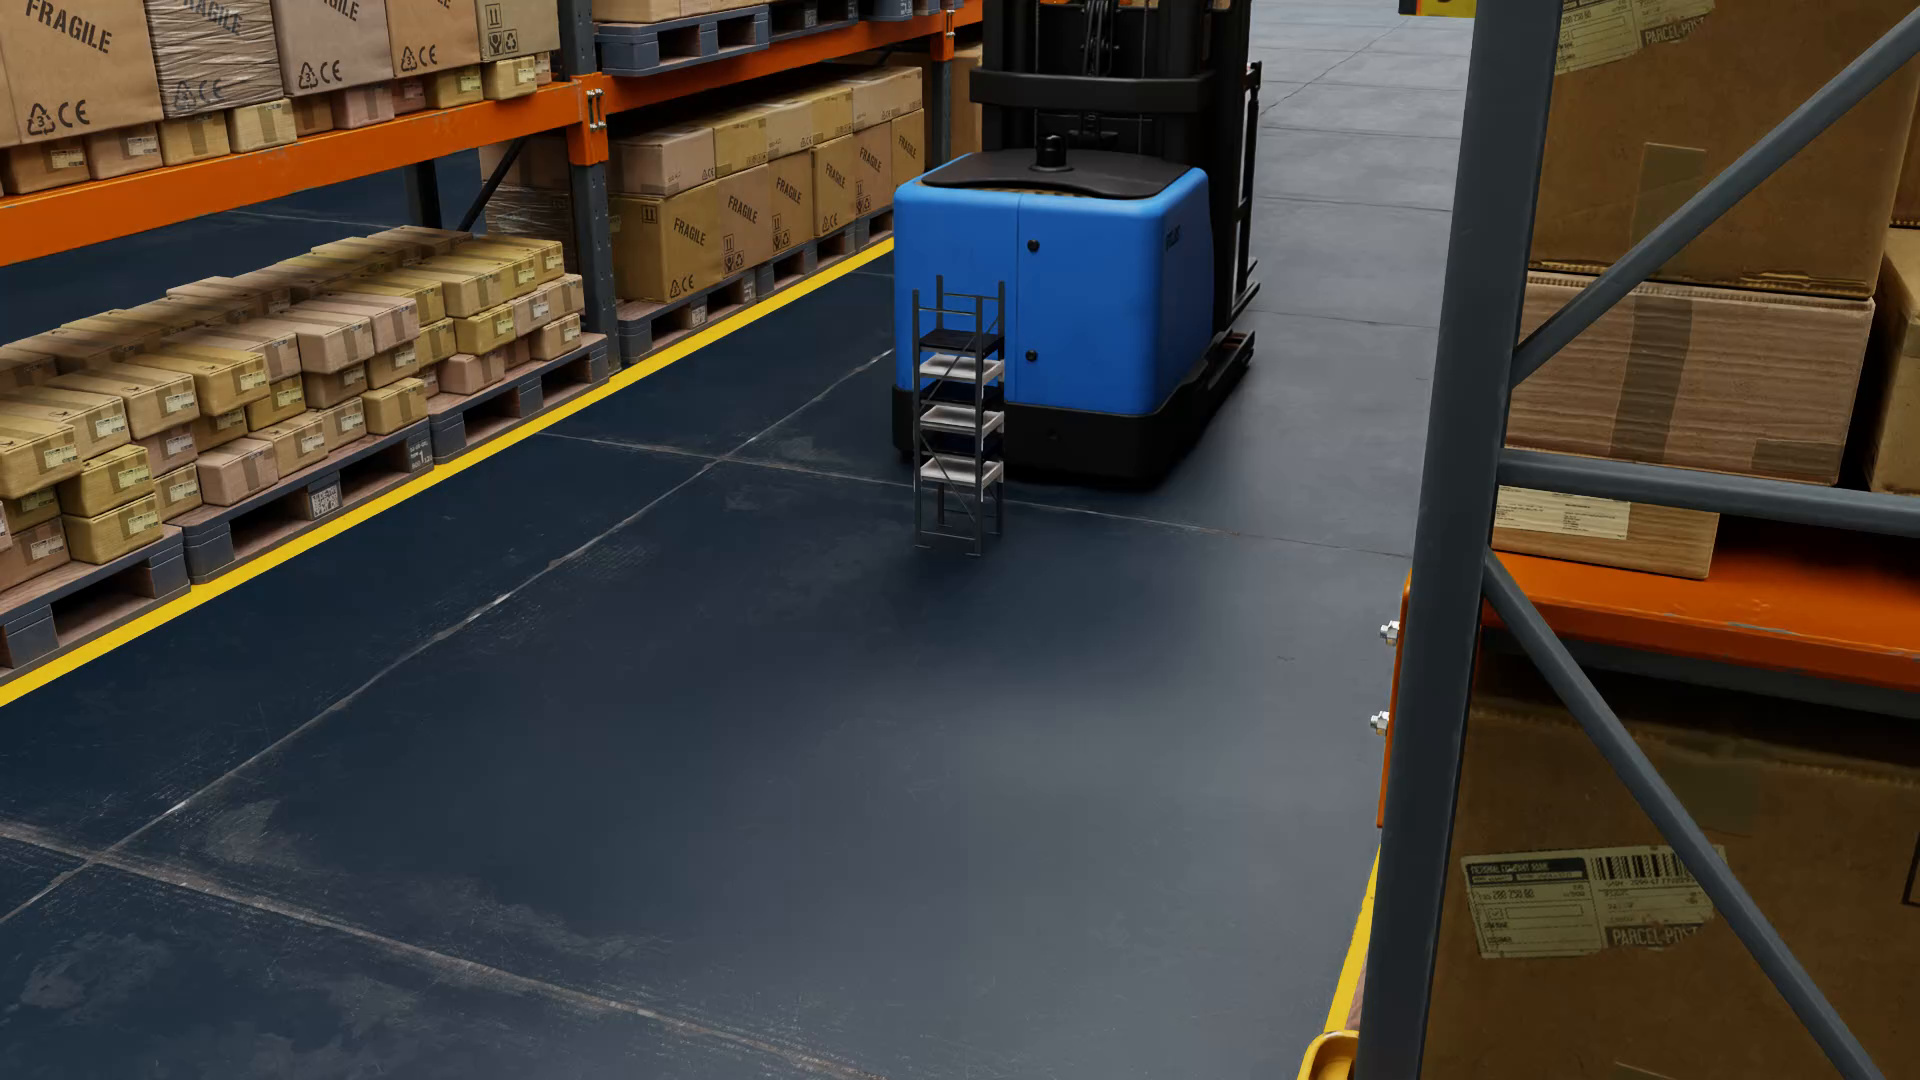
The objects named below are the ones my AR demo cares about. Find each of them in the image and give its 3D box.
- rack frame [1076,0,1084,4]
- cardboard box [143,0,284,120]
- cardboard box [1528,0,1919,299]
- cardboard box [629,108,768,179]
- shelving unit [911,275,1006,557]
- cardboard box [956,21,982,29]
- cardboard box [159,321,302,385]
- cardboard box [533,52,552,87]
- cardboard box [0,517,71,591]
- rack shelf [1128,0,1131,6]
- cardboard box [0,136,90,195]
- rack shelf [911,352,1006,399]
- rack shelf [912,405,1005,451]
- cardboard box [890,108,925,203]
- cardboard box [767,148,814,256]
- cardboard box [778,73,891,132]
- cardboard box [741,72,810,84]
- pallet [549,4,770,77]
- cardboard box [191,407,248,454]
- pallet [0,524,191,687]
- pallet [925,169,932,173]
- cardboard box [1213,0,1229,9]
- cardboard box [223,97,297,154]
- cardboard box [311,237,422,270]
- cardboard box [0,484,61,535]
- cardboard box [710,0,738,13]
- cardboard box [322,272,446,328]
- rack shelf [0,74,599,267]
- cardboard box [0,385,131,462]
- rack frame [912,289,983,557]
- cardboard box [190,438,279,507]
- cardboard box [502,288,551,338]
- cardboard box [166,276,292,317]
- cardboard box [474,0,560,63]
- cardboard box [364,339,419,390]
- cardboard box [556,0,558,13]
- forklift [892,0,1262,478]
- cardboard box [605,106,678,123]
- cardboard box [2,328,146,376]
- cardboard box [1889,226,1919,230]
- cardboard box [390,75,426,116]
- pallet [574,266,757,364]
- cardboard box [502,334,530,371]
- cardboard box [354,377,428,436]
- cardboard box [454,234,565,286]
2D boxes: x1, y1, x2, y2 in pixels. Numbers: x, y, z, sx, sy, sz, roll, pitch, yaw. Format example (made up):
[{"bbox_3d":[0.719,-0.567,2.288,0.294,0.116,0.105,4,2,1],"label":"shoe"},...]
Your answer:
[{"bbox_3d":[0.942,-5.065,13.984,1.000,3.000,0.127,9,24,20],"label":"rack frame"},{"bbox_3d":[-2.539,-1.627,5.238,0.500,0.500,0.500,8,24,19],"label":"cardboard box"},{"bbox_3d":[0.989,-0.651,2.251,0.500,0.500,0.500,9,24,21],"label":"cardboard box"},{"bbox_3d":[-1.314,-2.006,8.386,0.500,0.250,0.500,9,24,22],"label":"cardboard box"},{"bbox_3d":[-0.003,-0.412,5.570,0.258,0.900,0.210,9,24,20],"label":"shelving unit"},{"bbox_3d":[0.433,-3.641,12.949,1.050,0.750,0.750,9,24,20],"label":"cardboard box"},{"bbox_3d":[-2.530,-0.640,5.772,0.380,0.149,0.250,9,24,20],"label":"cardboard box"},{"bbox_3d":[-1.918,-1.951,6.854,0.380,0.149,0.250,8,24,19],"label":"cardboard box"},{"bbox_3d":[-2.916,0.014,4.979,0.380,0.149,0.250,9,24,21],"label":"cardboard box"},{"bbox_3d":[1.685,-5.449,15.836,1.077,0.370,4.000,9,24,20],"label":"rack shelf"},{"bbox_3d":[-2.792,-1.115,4.854,0.380,0.149,0.250,9,24,20],"label":"cardboard box"},{"bbox_3d":[-0.003,-0.548,5.513,0.258,0.077,0.200,9,24,20],"label":"rack shelf"},{"bbox_3d":[-0.003,-0.382,5.582,0.258,0.077,0.200,9,24,20],"label":"rack shelf"},{"bbox_3d":[-0.545,-2.401,10.305,0.500,0.500,0.500,9,24,20],"label":"cardboard box"},{"bbox_3d":[-1.132,-1.848,8.981,0.500,0.500,0.500,9,24,21],"label":"cardboard box"},{"bbox_3d":[-0.732,-2.555,9.701,0.500,0.250,0.500,9,24,21],"label":"cardboard box"},{"bbox_3d":[-1.213,-2.626,9.871,0.500,0.250,0.500,8,24,19],"label":"cardboard box"},{"bbox_3d":[-1.610,-2.366,7.772,1.003,0.211,1.213,9,24,20],"label":"pallet"},{"bbox_3d":[-2.651,-0.415,5.620,0.380,0.149,0.250,10,25,23],"label":"cardboard box"},{"bbox_3d":[-3.152,0.203,4.990,1.003,0.211,1.213,9,24,20],"label":"pallet"},{"bbox_3d":[-0.181,-2.618,11.744,1.003,0.211,1.213,9,24,20],"label":"pallet"},{"bbox_3d":[2.237,-5.458,17.136,0.875,0.875,0.875,9,24,20],"label":"cardboard box"},{"bbox_3d":[-2.432,-1.381,5.490,0.380,0.149,0.250,9,24,21],"label":"cardboard box"},{"bbox_3d":[-2.507,-1.171,7.044,0.380,0.149,0.250,10,25,23],"label":"cardboard box"},{"bbox_3d":[-2.919,-0.127,4.931,0.380,0.149,0.250,9,24,21],"label":"cardboard box"},{"bbox_3d":[-1.262,-2.544,7.730,0.380,0.149,0.250,9,24,20],"label":"cardboard box"},{"bbox_3d":[-2.233,-0.921,6.446,0.380,0.149,0.250,10,25,22],"label":"cardboard box"},{"bbox_3d":[-2.772,-1.154,5.556,1.077,0.370,4.000,9,24,20],"label":"rack shelf"},{"bbox_3d":[-2.787,-0.351,5.080,0.380,0.149,0.250,8,24,17],"label":"cardboard box"},{"bbox_3d":[-0.041,-0.376,5.482,0.240,0.900,0.006,9,24,20],"label":"rack frame"},{"bbox_3d":[-2.540,-0.243,5.595,0.380,0.149,0.250,8,24,17],"label":"cardboard box"},{"bbox_3d":[-1.940,-0.961,6.927,0.380,0.149,0.250,8,24,18],"label":"cardboard box"},{"bbox_3d":[-2.801,-0.898,6.390,0.380,0.149,0.250,9,24,21],"label":"cardboard box"},{"bbox_3d":[-1.947,-2.172,6.542,0.500,0.500,0.500,9,24,20],"label":"cardboard box"},{"bbox_3d":[-2.284,-0.693,6.285,0.380,0.149,0.250,9,24,21],"label":"cardboard box"},{"bbox_3d":[-1.970,-2.544,7.729,0.380,0.149,0.250,9,24,20],"label":"cardboard box"},{"bbox_3d":[0.717,-2.118,7.018,1.130,2.935,3.031,8,24,18],"label":"forklift"},{"bbox_3d":[-1.784,-2.073,8.547,0.500,0.250,0.500,10,25,23],"label":"cardboard box"},{"bbox_3d":[-3.025,-0.608,5.696,0.380,0.149,0.250,8,24,18],"label":"cardboard box"},{"bbox_3d":[1.668,-0.413,2.655,0.500,0.250,0.500,8,24,19],"label":"cardboard box"},{"bbox_3d":[-2.227,-1.673,6.190,0.380,0.149,0.250,8,24,19],"label":"cardboard box"},{"bbox_3d":[-1.742,-1.194,8.335,1.003,0.211,1.213,9,24,20],"label":"pallet"},{"bbox_3d":[-2.033,-0.810,6.952,0.380,0.149,0.250,9,24,22],"label":"cardboard box"},{"bbox_3d":[-2.243,-0.521,6.259,0.380,0.149,0.250,9,24,20],"label":"cardboard box"},{"bbox_3d":[-1.920,-1.190,7.090,0.380,0.149,0.250,9,24,22],"label":"cardboard box"}]
